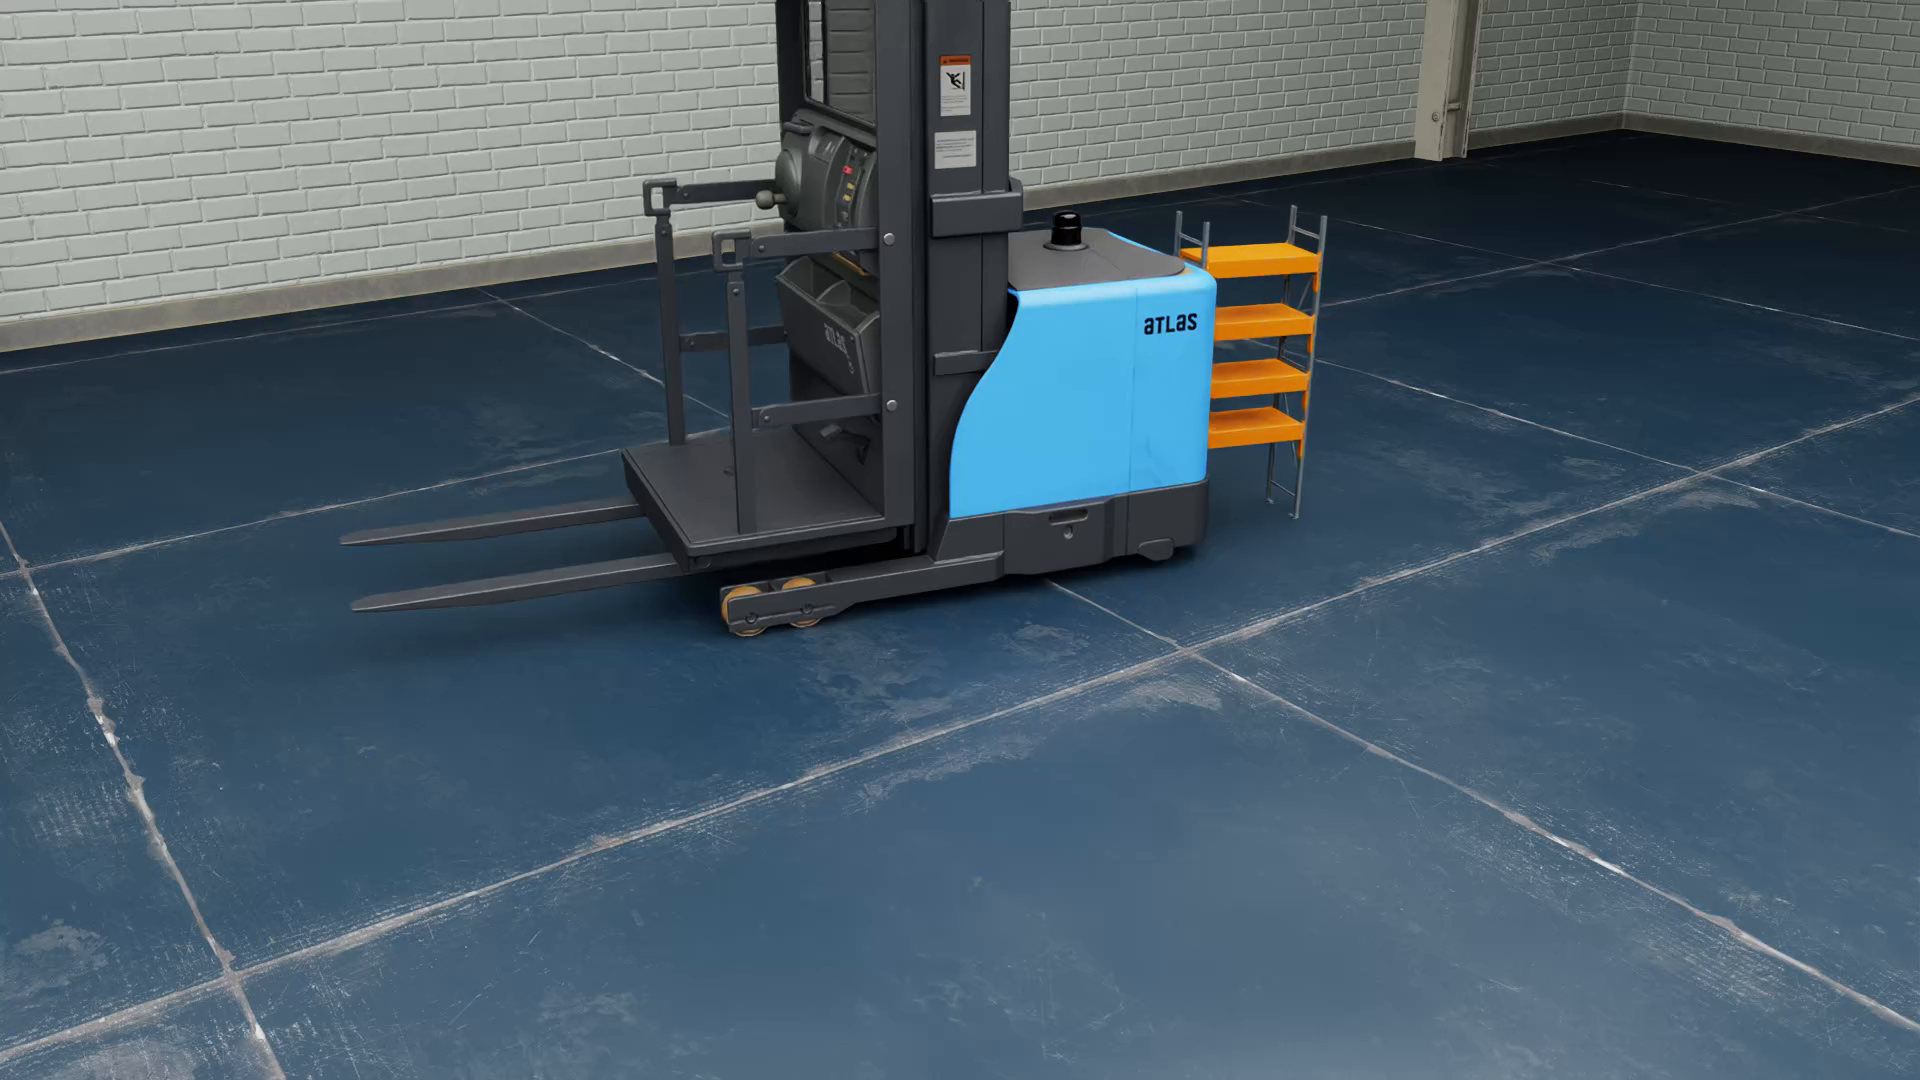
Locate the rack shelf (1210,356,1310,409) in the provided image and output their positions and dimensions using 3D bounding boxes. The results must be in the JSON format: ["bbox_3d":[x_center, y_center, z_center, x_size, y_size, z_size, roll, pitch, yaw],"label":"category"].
[{"bbox_3d":[1.075,-0.593,6.434,0.480,0.148,0.258,-7,23,-19],"label":"rack shelf"}]

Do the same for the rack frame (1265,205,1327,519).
[{"bbox_3d":[1.306,-0.683,6.488,0.015,1.200,0.240,-7,23,-19],"label":"rack frame"}]

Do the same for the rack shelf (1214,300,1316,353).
[{"bbox_3d":[1.079,-0.802,6.353,0.480,0.148,0.258,-7,23,-19],"label":"rack shelf"}]

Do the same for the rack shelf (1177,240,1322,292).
[{"bbox_3d":[1.083,-1.022,6.266,0.480,0.148,0.258,-7,23,-19],"label":"rack shelf"}]

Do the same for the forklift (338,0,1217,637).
[{"bbox_3d":[-0.644,-1.258,5.595,3.031,2.935,1.130,-9,23,-21],"label":"forklift"}]

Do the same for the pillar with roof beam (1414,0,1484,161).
[{"bbox_3d":[6.873,-6.369,10.217,0.400,9.000,9.100,-15,26,-33],"label":"pillar with roof beam"}]

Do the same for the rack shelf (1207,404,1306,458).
[{"bbox_3d":[1.072,-0.409,6.507,0.480,0.148,0.258,-7,23,-19],"label":"rack shelf"}]

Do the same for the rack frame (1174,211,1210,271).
[{"bbox_3d":[0.847,-0.629,6.332,0.015,1.200,0.240,-7,23,-19],"label":"rack frame"}]

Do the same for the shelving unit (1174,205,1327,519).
[{"bbox_3d":[1.076,-0.656,6.410,0.503,1.200,0.258,-7,23,-19],"label":"shelving unit"}]
